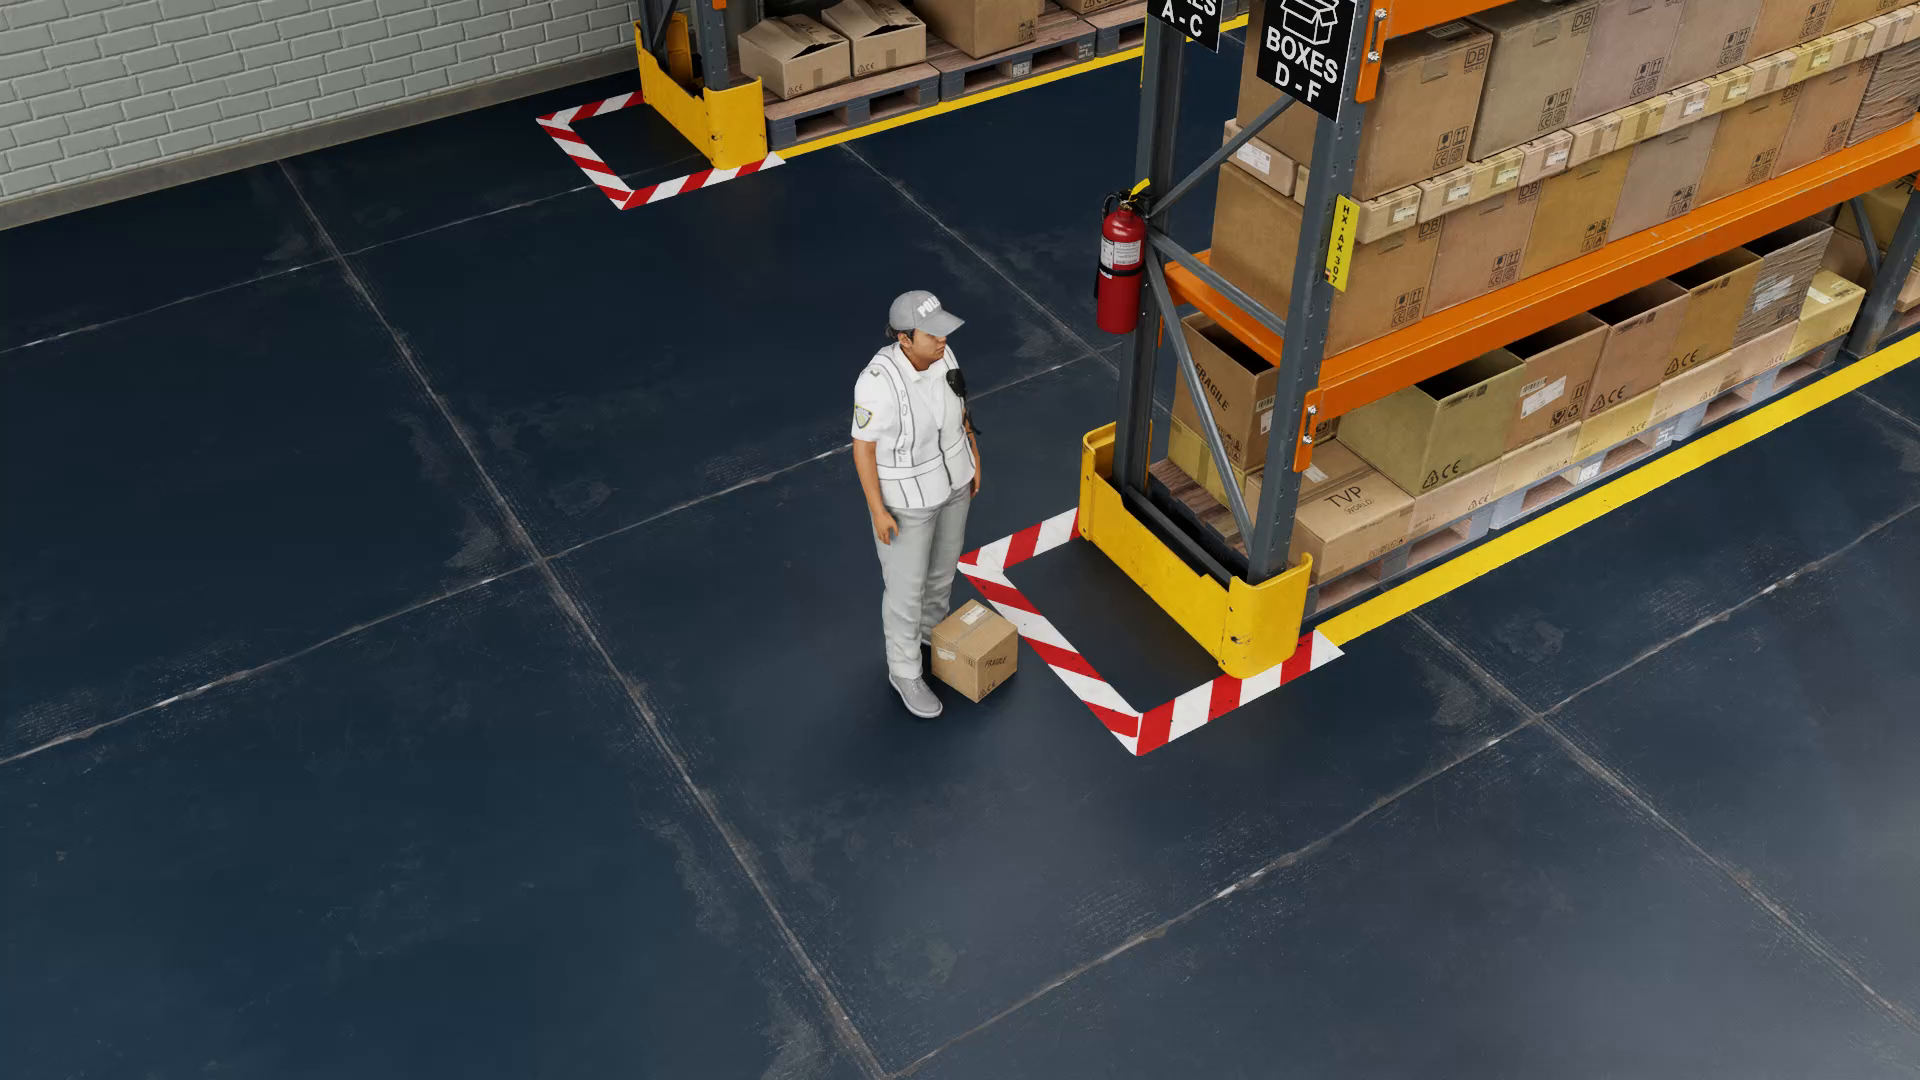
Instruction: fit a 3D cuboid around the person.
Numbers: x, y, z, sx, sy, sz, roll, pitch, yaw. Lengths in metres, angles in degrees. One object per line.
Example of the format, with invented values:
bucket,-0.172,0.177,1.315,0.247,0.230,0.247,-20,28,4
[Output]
person,-0.108,-0.158,6.321,0.529,1.670,0.597,32,50,32
